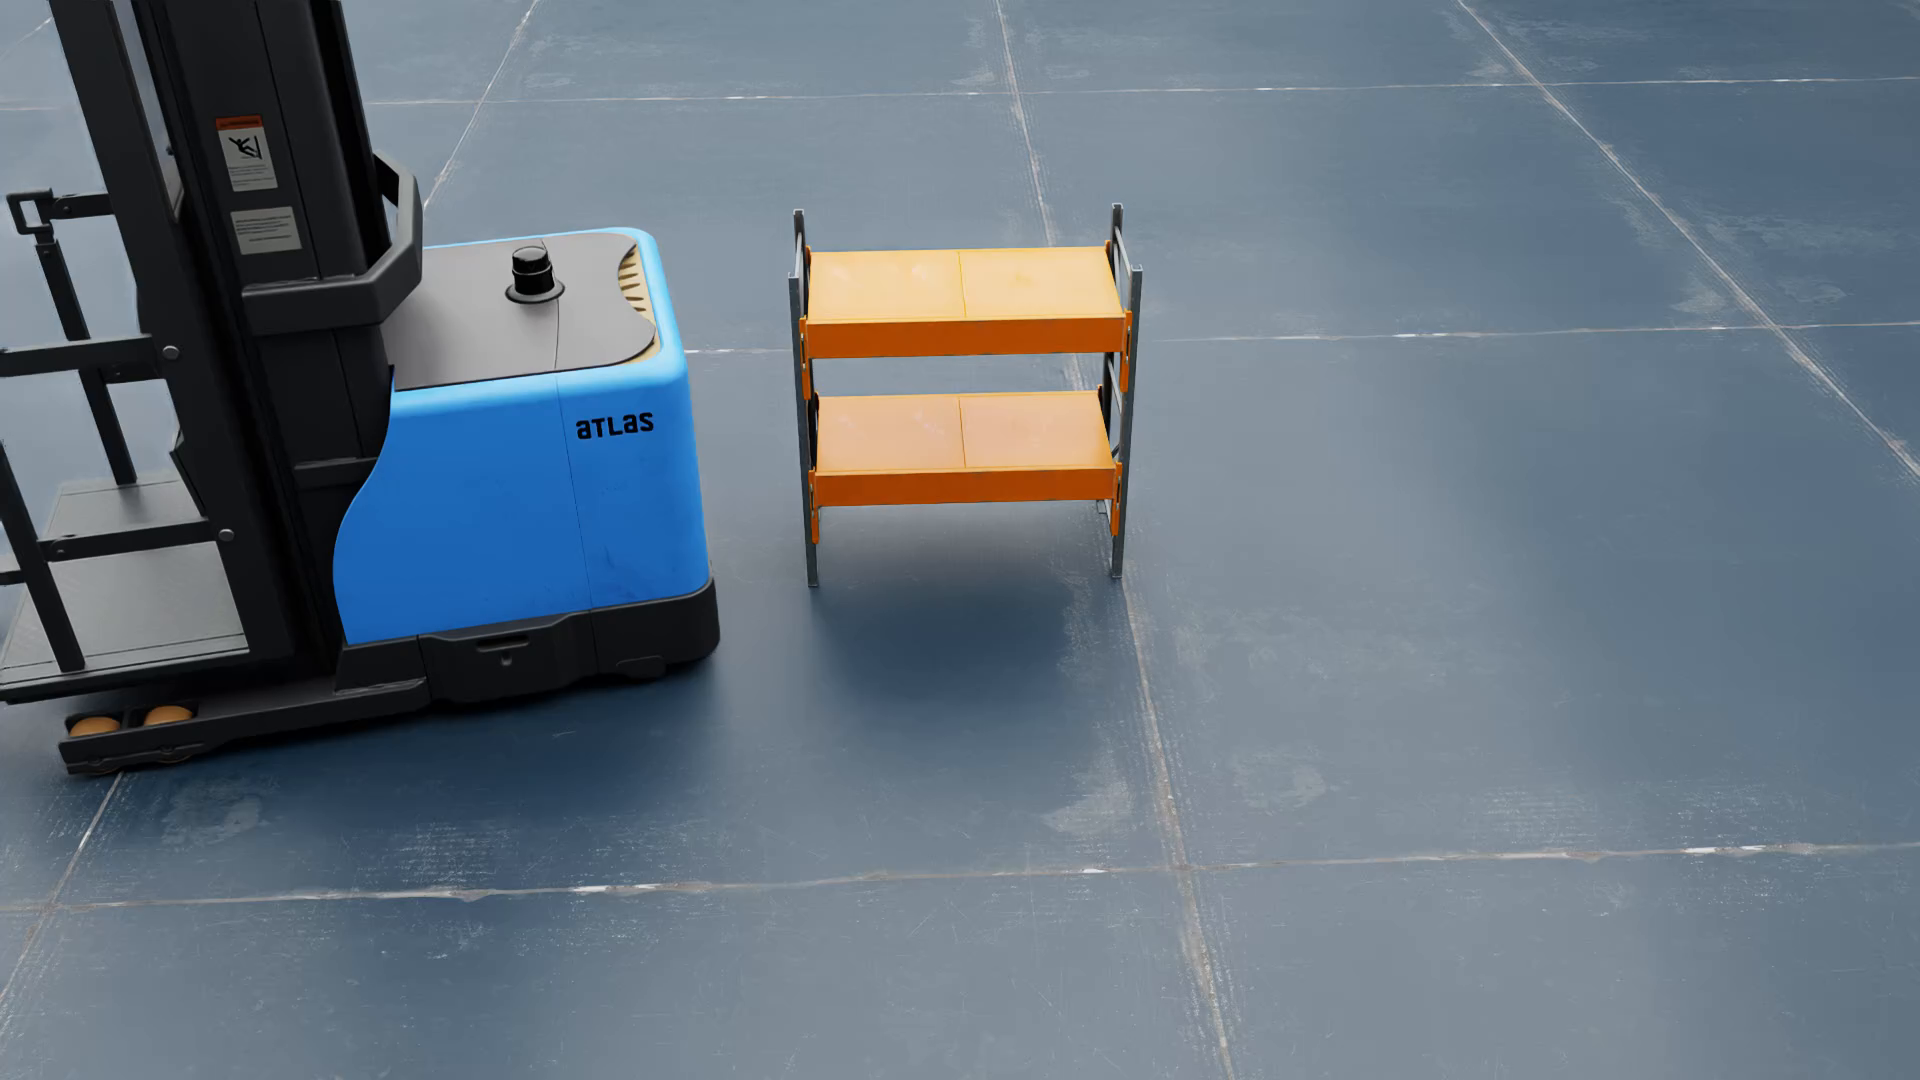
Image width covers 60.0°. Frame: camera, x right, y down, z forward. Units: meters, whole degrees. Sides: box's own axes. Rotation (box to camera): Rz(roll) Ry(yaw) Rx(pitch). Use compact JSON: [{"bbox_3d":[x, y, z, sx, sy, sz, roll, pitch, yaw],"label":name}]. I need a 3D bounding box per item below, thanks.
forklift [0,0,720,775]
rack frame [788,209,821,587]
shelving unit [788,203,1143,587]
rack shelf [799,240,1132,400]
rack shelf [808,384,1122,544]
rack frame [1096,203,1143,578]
[{"bbox_3d":[-2.321,-0.865,4.424,3.031,2.935,1.130,-8,36,-12],"label":"forklift"},{"bbox_3d":[-0.501,-0.449,5.410,0.032,1.125,0.500,-2,35,-2],"label":"rack frame"},{"bbox_3d":[0.007,-0.463,5.430,1.048,1.125,0.538,-2,35,-2],"label":"shelving unit"},{"bbox_3d":[0.007,-0.703,5.264,1.000,0.278,0.538,-2,35,-2],"label":"rack shelf"},{"bbox_3d":[0.007,-0.262,5.569,1.000,0.278,0.538,-2,35,-2],"label":"rack shelf"},{"bbox_3d":[0.515,-0.476,5.450,0.032,1.125,0.500,-2,35,-2],"label":"rack frame"}]
